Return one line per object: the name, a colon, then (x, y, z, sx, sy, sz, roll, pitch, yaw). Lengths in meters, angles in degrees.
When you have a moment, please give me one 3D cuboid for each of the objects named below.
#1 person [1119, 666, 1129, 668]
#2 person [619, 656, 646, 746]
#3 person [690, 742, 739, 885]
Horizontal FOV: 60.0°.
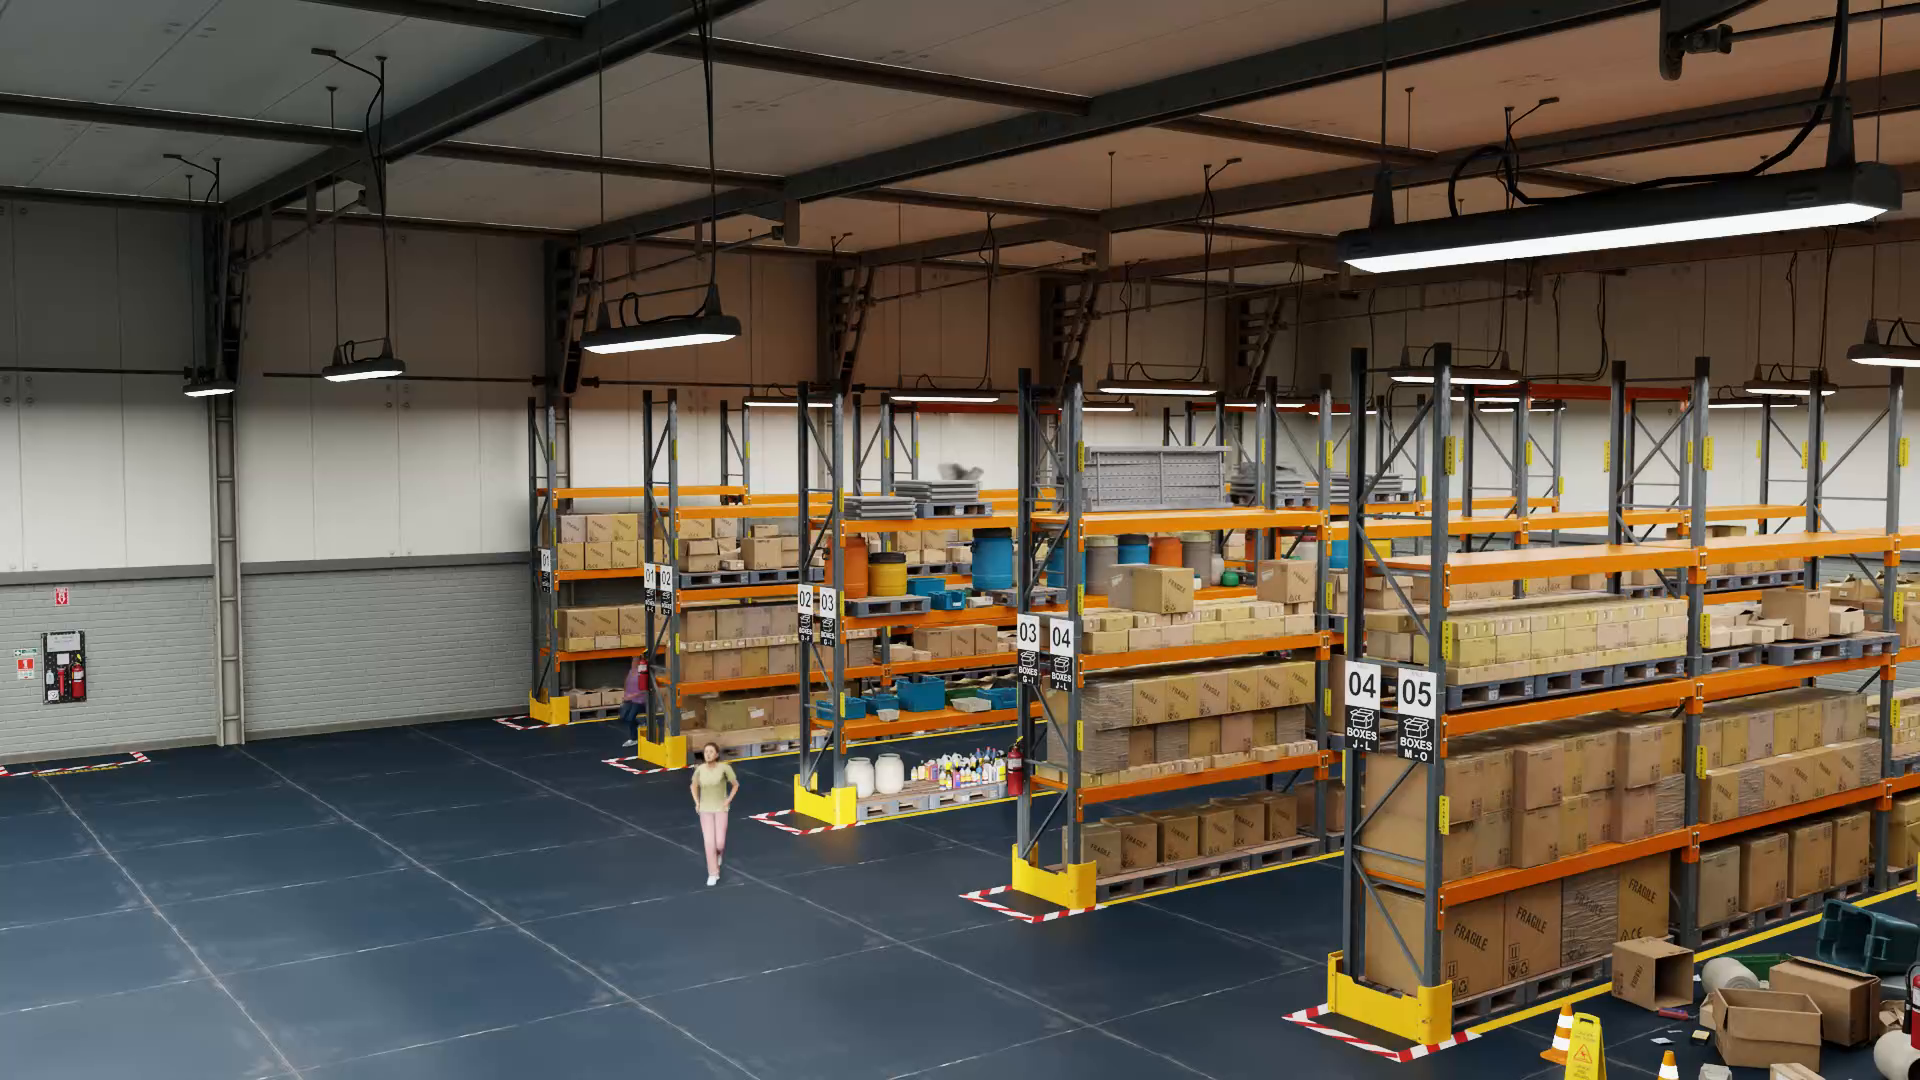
person: (2.917, 2.581, 28.977, 0.663, 1.747, 0.780, 3, 5, 45)
person: (-5.506, 2.738, 28.204, 0.528, 1.557, 0.510, 2, 4, 36)
person: (-2.902, 3.195, 19.621, 0.576, 1.646, 0.614, 0, 3, 0)
